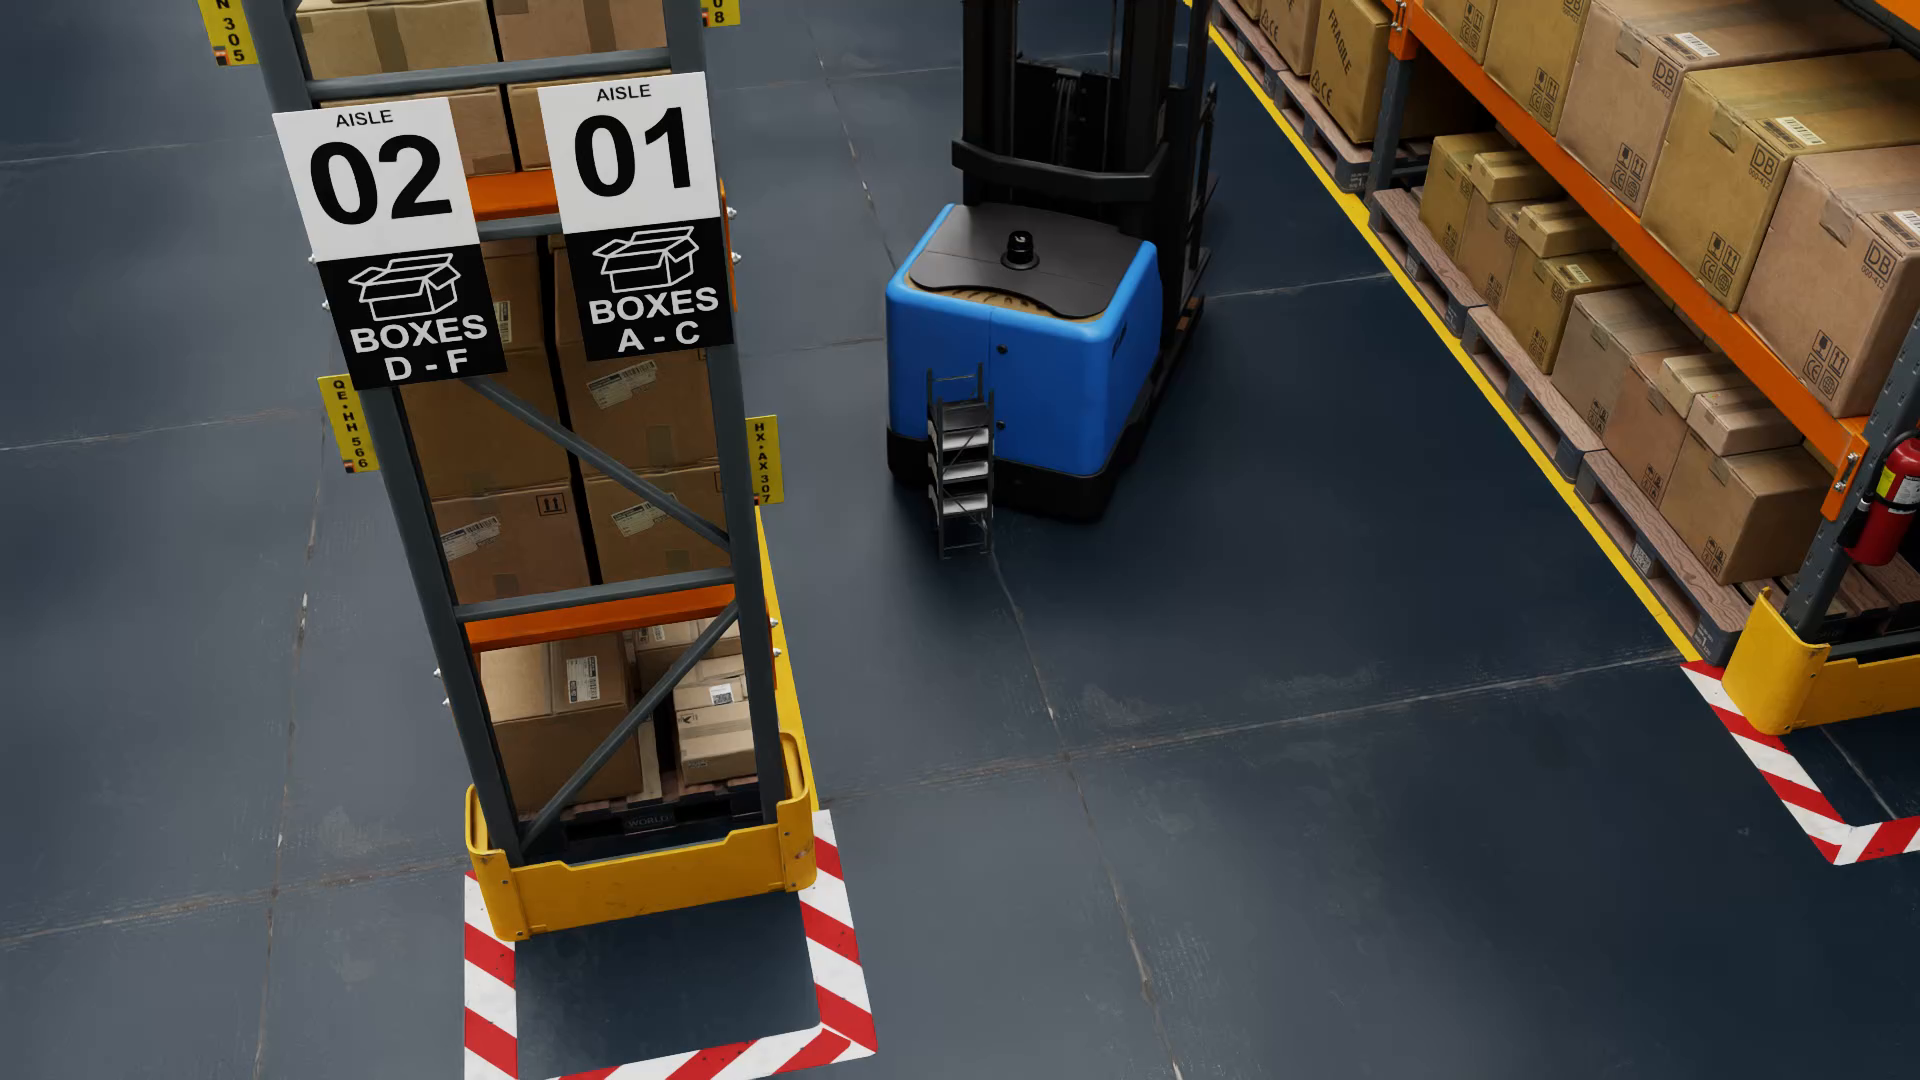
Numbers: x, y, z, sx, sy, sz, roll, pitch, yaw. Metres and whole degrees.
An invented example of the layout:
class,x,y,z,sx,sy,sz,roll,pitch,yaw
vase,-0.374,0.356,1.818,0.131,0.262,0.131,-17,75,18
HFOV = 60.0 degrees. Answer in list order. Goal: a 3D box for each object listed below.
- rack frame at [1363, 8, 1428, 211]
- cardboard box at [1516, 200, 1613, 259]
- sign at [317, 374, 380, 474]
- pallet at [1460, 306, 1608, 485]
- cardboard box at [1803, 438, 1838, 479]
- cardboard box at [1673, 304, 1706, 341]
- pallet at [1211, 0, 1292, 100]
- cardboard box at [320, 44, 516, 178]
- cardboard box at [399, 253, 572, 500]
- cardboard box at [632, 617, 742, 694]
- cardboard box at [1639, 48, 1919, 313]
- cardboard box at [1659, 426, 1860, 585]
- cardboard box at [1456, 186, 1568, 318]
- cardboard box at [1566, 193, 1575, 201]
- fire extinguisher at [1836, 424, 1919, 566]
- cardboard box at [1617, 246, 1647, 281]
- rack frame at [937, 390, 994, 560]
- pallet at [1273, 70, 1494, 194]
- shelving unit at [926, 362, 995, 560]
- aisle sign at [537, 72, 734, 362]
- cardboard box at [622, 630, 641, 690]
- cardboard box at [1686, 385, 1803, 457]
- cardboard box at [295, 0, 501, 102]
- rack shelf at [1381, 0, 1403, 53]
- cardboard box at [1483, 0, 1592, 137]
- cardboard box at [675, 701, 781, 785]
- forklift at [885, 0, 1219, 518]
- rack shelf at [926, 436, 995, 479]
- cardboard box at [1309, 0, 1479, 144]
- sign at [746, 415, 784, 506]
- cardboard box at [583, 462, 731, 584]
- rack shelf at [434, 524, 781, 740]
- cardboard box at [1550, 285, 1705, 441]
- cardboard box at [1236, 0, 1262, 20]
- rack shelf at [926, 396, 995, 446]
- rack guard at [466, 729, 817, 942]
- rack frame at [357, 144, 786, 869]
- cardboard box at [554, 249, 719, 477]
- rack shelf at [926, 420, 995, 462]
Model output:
class,x,y,z,sx,sy,sz,roll,pitch,yaw
rack frame,2.867,-3.134,8.803,1.000,3.000,0.127,-8,42,-9
cardboard box,2.936,-1.513,8.054,0.380,0.149,0.250,-9,42,-11
sign,-1.652,-0.314,4.515,0.100,0.325,0.005,-8,42,-9
pallet,3.221,-0.795,8.268,1.003,0.211,1.213,-8,42,-9
cardboard box,3.703,-0.393,6.793,0.380,0.149,0.250,-8,42,-9
cardboard box,3.484,-1.048,7.531,0.380,0.149,0.250,-8,42,-9
pallet,2.360,-3.373,11.172,1.003,0.211,1.213,-8,42,-9
cardboard box,-1.474,-1.190,4.466,0.500,0.250,0.500,-8,42,-9
cardboard box,-1.471,-0.489,4.995,0.500,0.500,0.500,-9,42,-10
cardboard box,-1.054,0.318,6.654,0.500,0.250,0.500,-8,42,-9
cardboard box,3.442,-1.452,6.682,0.980,0.700,0.700,-9,42,-10
cardboard box,3.481,-0.203,7.067,0.700,0.500,0.500,-8,42,-9
cardboard box,3.033,-1.531,8.563,0.700,0.500,0.500,-9,42,-10
cardboard box,3.264,-1.710,8.276,0.380,0.149,0.250,-10,42,-11
fire extinguisher,3.312,-0.209,5.847,0.296,0.674,0.183,-8,42,-9
cardboard box,3.374,-1.379,7.903,0.380,0.149,0.250,-9,42,-10
rack frame,0.024,-0.265,7.153,0.240,0.900,0.006,-8,42,-9
pallet,2.626,-2.580,10.280,1.003,0.211,1.213,-8,42,-9
shelving unit,0.002,-0.331,7.227,0.258,0.900,0.210,-8,42,-9
aisle sign,-0.805,-0.799,4.214,0.394,0.787,0.004,-8,42,-9
cardboard box,-1.464,0.474,6.541,0.380,0.166,0.250,-8,42,-9
cardboard box,3.276,-0.502,6.916,0.380,0.149,0.250,-9,42,-10
cardboard box,-1.466,-1.378,4.301,0.500,0.250,0.500,-8,42,-9
rack shelf,2.435,-4.161,10.502,1.077,0.370,4.000,-8,42,-9
cardboard box,3.120,-2.418,7.770,0.980,0.700,0.700,-9,42,-10
cardboard box,-0.861,0.752,6.241,0.380,0.149,0.250,-8,42,-9
forklift,0.647,-2.182,7.782,1.130,2.935,3.031,14,43,15
rack shelf,0.002,-0.374,7.189,0.258,0.077,0.200,-8,42,-9
cardboard box,2.599,-2.890,9.831,0.750,0.750,0.750,-8,42,-9
sign,-0.576,-0.230,4.880,0.100,0.325,0.005,-8,42,-9
cardboard box,-0.944,-0.192,5.413,0.500,0.500,0.500,-8,42,-8
rack shelf,-1.538,-0.856,6.779,1.077,0.370,4.000,-8,42,-9
cardboard box,3.264,-0.853,7.800,0.700,0.500,0.500,-10,42,-11
cardboard box,2.217,-4.016,11.099,0.750,0.750,0.750,-9,42,-9
rack shelf,0.002,-0.508,7.070,0.258,0.077,0.200,-8,42,-9
rack guard,-1.123,1.057,5.965,1.175,0.500,0.348,-8,42,-9
rack frame,-1.106,0.171,5.079,1.000,3.000,0.127,-8,42,-9
cardboard box,-0.944,-0.566,5.081,0.500,0.500,0.500,-7,42,-8
rack shelf,0.002,-0.441,7.130,0.258,0.077,0.200,-8,42,-9
